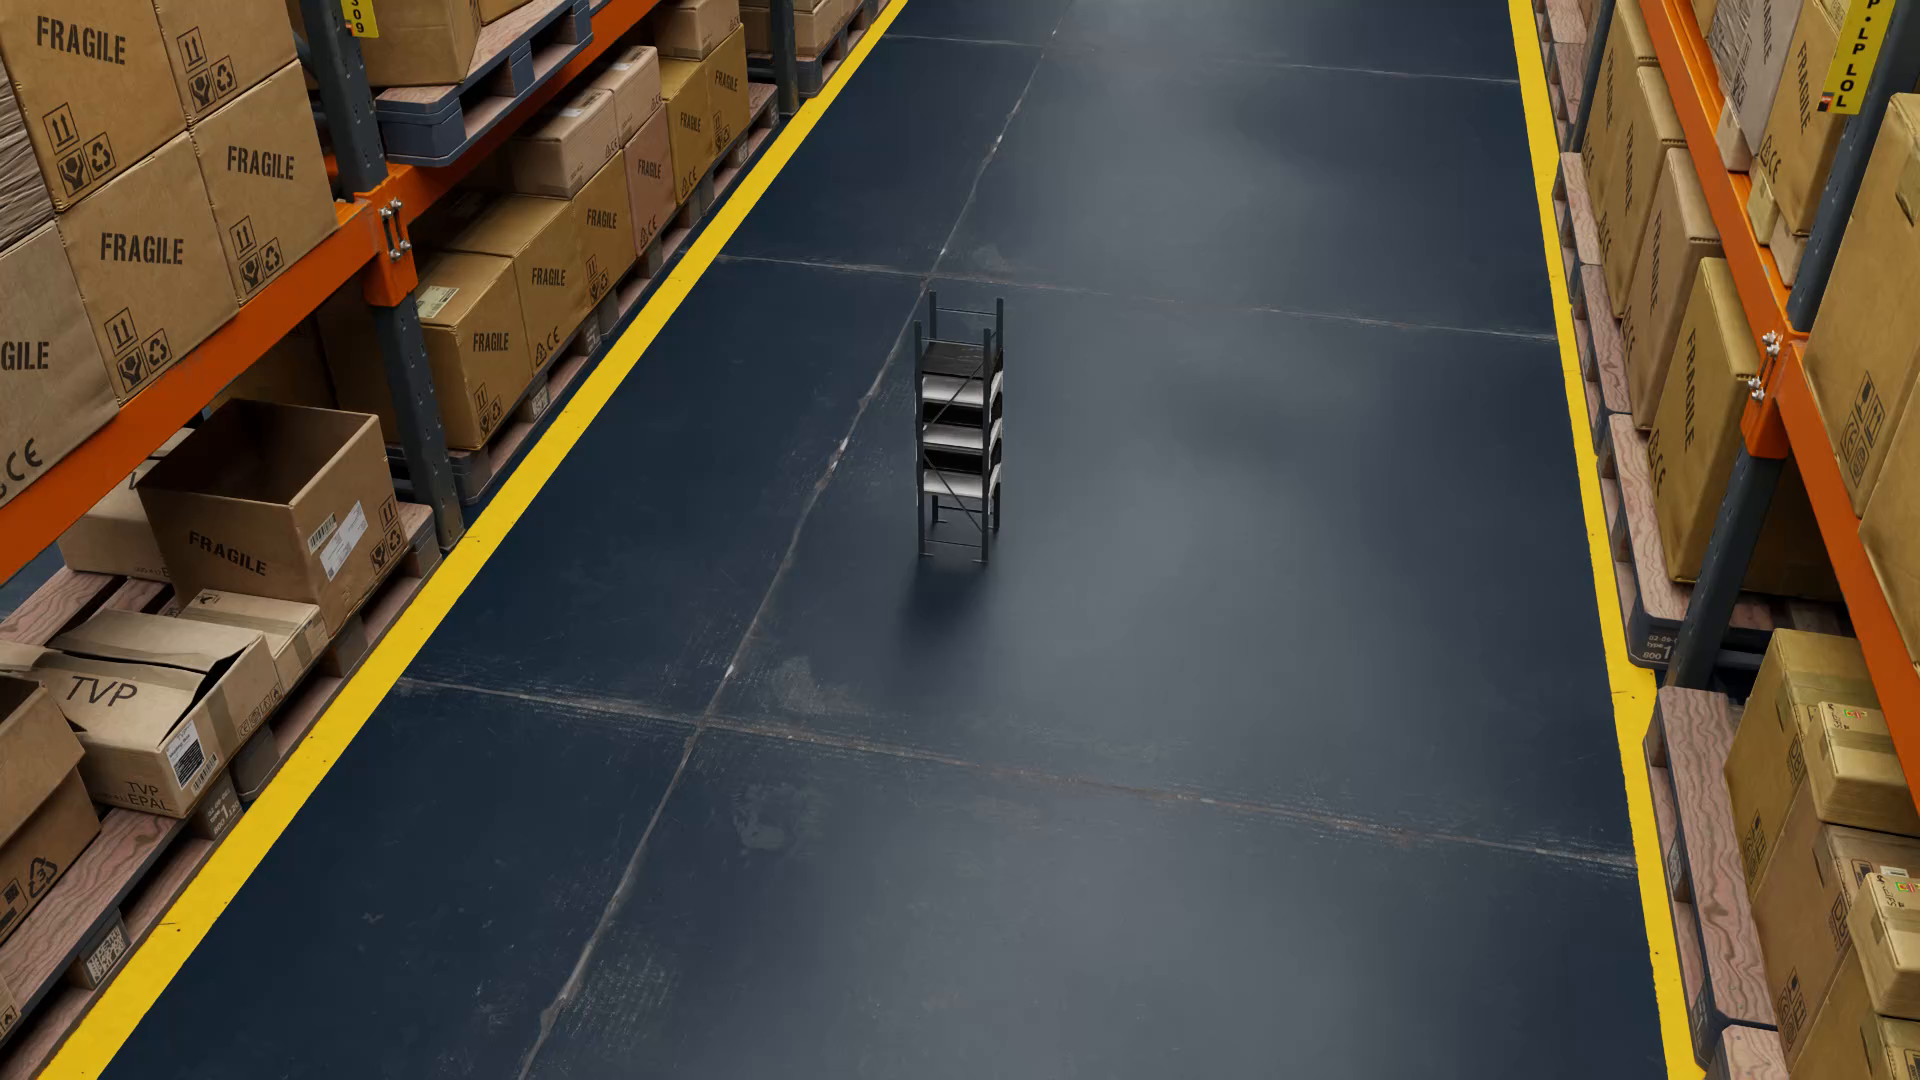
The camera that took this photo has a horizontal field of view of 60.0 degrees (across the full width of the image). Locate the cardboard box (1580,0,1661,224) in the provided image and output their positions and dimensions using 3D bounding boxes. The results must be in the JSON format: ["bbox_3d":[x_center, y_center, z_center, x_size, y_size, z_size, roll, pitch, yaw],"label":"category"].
[{"bbox_3d":[3.190,-1.835,7.200,0.750,0.750,0.750,7,36,9],"label":"cardboard box"}]

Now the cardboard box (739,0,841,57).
[{"bbox_3d":[-0.966,-2.880,9.153,0.500,0.250,0.500,7,37,10],"label":"cardboard box"}]

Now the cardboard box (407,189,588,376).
[{"bbox_3d":[-1.775,-0.986,6.310,0.500,0.500,0.500,8,37,11],"label":"cardboard box"}]

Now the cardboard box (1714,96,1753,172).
[{"bbox_3d":[2.546,-1.233,5.092,0.380,0.149,0.250,7,37,10],"label":"cardboard box"}]

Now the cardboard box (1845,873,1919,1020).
[{"bbox_3d":[1.998,0.820,3.282,0.380,0.149,0.250,6,36,9],"label":"cardboard box"}]

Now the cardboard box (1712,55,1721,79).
[{"bbox_3d":[2.799,-1.657,5.677,0.380,0.149,0.250,8,37,11],"label":"cardboard box"}]

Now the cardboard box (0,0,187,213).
[{"bbox_3d":[-2.181,-1.095,3.768,0.500,0.500,0.500,7,36,9],"label":"cardboard box"}]

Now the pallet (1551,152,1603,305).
[{"bbox_3d":[3.233,-1.369,7.459,1.003,0.211,1.213,7,37,10],"label":"pallet"}]

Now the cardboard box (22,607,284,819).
[{"bbox_3d":[-2.224,0.436,4.508,0.500,0.311,0.500,7,37,10],"label":"cardboard box"}]

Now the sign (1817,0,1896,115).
[{"bbox_3d":[2.089,-1.147,3.857,0.100,0.325,0.005,7,37,10],"label":"sign"}]

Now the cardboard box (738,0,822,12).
[{"bbox_3d":[-0.966,-3.107,8.988,0.500,0.311,0.500,9,37,12],"label":"cardboard box"}]

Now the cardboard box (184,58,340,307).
[{"bbox_3d":[-2.075,-0.988,4.472,0.500,0.500,0.500,8,37,11],"label":"cardboard box"}]

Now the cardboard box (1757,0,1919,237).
[{"bbox_3d":[2.473,-1.113,4.374,0.500,0.500,0.500,7,36,9],"label":"cardboard box"}]

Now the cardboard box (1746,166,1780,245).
[{"bbox_3d":[2.448,-0.931,4.676,0.380,0.149,0.250,8,37,11],"label":"cardboard box"}]

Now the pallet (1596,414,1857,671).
[{"bbox_3d":[2.712,0.030,5.529,1.003,0.211,1.213,7,37,10],"label":"pallet"}]

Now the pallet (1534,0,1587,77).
[{"bbox_3d":[3.907,-2.957,9.650,1.003,0.211,1.213,7,37,10],"label":"pallet"}]

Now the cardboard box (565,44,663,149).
[{"bbox_3d":[-1.558,-1.844,6.854,0.500,0.250,0.500,7,36,9],"label":"cardboard box"}]

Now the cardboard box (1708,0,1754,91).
[{"bbox_3d":[2.688,-1.694,5.175,0.500,0.500,0.500,7,37,10],"label":"cardboard box"}]

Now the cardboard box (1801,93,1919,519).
[{"bbox_3d":[2.489,-0.460,3.573,0.980,0.700,0.700,8,37,11],"label":"cardboard box"}]

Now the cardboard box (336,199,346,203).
[{"bbox_3d":[-2.280,-1.034,6.375,0.500,0.500,0.500,7,37,10],"label":"cardboard box"}]

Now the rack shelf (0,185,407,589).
[{"bbox_3d":[-2.646,0.171,3.571,1.077,0.370,4.000,7,37,10],"label":"rack shelf"}]

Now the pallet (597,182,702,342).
[{"bbox_3d":[-1.824,-1.310,7.378,1.003,0.211,1.213,7,37,10],"label":"pallet"}]

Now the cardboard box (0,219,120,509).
[{"bbox_3d":[-2.291,-0.398,3.658,0.500,0.500,0.500,8,37,11],"label":"cardboard box"}]

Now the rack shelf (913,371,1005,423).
[{"bbox_3d":[-0.002,-0.478,5.393,0.258,0.077,0.200,7,37,10],"label":"rack shelf"}]

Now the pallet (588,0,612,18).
[{"bbox_3d":[-1.776,-2.367,6.623,1.003,0.211,1.213,7,37,10],"label":"pallet"}]

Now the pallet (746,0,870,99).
[{"bbox_3d":[-1.151,-2.898,9.568,1.003,0.211,1.213,7,37,10],"label":"pallet"}]

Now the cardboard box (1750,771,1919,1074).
[{"bbox_3d":[2.251,0.898,3.727,0.700,0.500,0.500,7,37,9],"label":"cardboard box"}]

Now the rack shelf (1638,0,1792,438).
[{"bbox_3d":[3.048,-1.503,5.881,1.077,0.370,4.000,7,37,10],"label":"rack shelf"}]

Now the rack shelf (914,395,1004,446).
[{"bbox_3d":[-0.002,-0.406,5.446,0.258,0.077,0.200,7,37,10],"label":"rack shelf"}]

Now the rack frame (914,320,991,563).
[{"bbox_3d":[-0.023,-0.301,5.399,0.240,0.900,0.006,7,37,10],"label":"rack frame"}]

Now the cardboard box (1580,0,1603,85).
[{"bbox_3d":[3.578,-2.526,8.435,0.700,0.500,0.500,8,37,11],"label":"cardboard box"}]

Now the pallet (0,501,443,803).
[{"bbox_3d":[-2.367,0.256,5.217,1.003,0.211,1.213,7,37,10],"label":"pallet"}]

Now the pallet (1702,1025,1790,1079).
[{"bbox_3d":[2.124,1.609,3.350,1.003,0.211,1.213,7,37,10],"label":"pallet"}]

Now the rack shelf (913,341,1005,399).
[{"bbox_3d":[-0.002,-0.551,5.341,0.258,0.077,0.200,7,37,10],"label":"rack shelf"}]

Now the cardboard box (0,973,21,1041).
[{"bbox_3d":[-2.467,1.112,3.627,0.500,0.250,0.500,7,37,10],"label":"cardboard box"}]

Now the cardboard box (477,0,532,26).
[{"bbox_3d":[-1.814,-2.123,5.680,0.700,0.500,0.500,13,38,17],"label":"cardboard box"}]

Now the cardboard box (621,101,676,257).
[{"bbox_3d":[-1.552,-1.562,7.104,0.500,0.500,0.500,6,36,8],"label":"cardboard box"}]

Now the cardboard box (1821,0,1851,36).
[{"bbox_3d":[2.471,-1.420,4.159,0.500,0.250,0.500,8,37,11],"label":"cardboard box"}]

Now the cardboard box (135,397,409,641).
[{"bbox_3d":[-2.064,-0.070,5.046,0.500,0.500,0.500,7,37,10],"label":"cardboard box"}]

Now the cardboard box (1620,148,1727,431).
[{"bbox_3d":[2.820,-0.846,5.836,0.750,0.750,0.750,8,37,11],"label":"cardboard box"}]

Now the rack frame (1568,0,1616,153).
[{"bbox_3d":[3.475,-2.941,7.252,1.000,3.000,0.127,7,37,10],"label":"rack frame"}]

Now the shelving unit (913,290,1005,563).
[{"bbox_3d":[-0.002,-0.360,5.480,0.258,0.900,0.210,7,37,10],"label":"shelving unit"}]

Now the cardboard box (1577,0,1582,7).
[{"bbox_3d":[3.979,-3.386,9.621,0.700,0.500,0.500,8,37,10],"label":"cardboard box"}]

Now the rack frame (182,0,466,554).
[{"bbox_3d":[-2.219,-1.267,4.941,1.000,3.000,0.127,7,37,10],"label":"rack frame"}]

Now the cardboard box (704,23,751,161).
[{"bbox_3d":[-1.335,-2.160,7.930,0.500,0.500,0.500,9,37,12],"label":"cardboard box"}]

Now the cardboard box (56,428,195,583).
[{"bbox_3d":[-2.520,-0.142,5.307,0.500,0.311,0.500,7,37,10],"label":"cardboard box"}]
